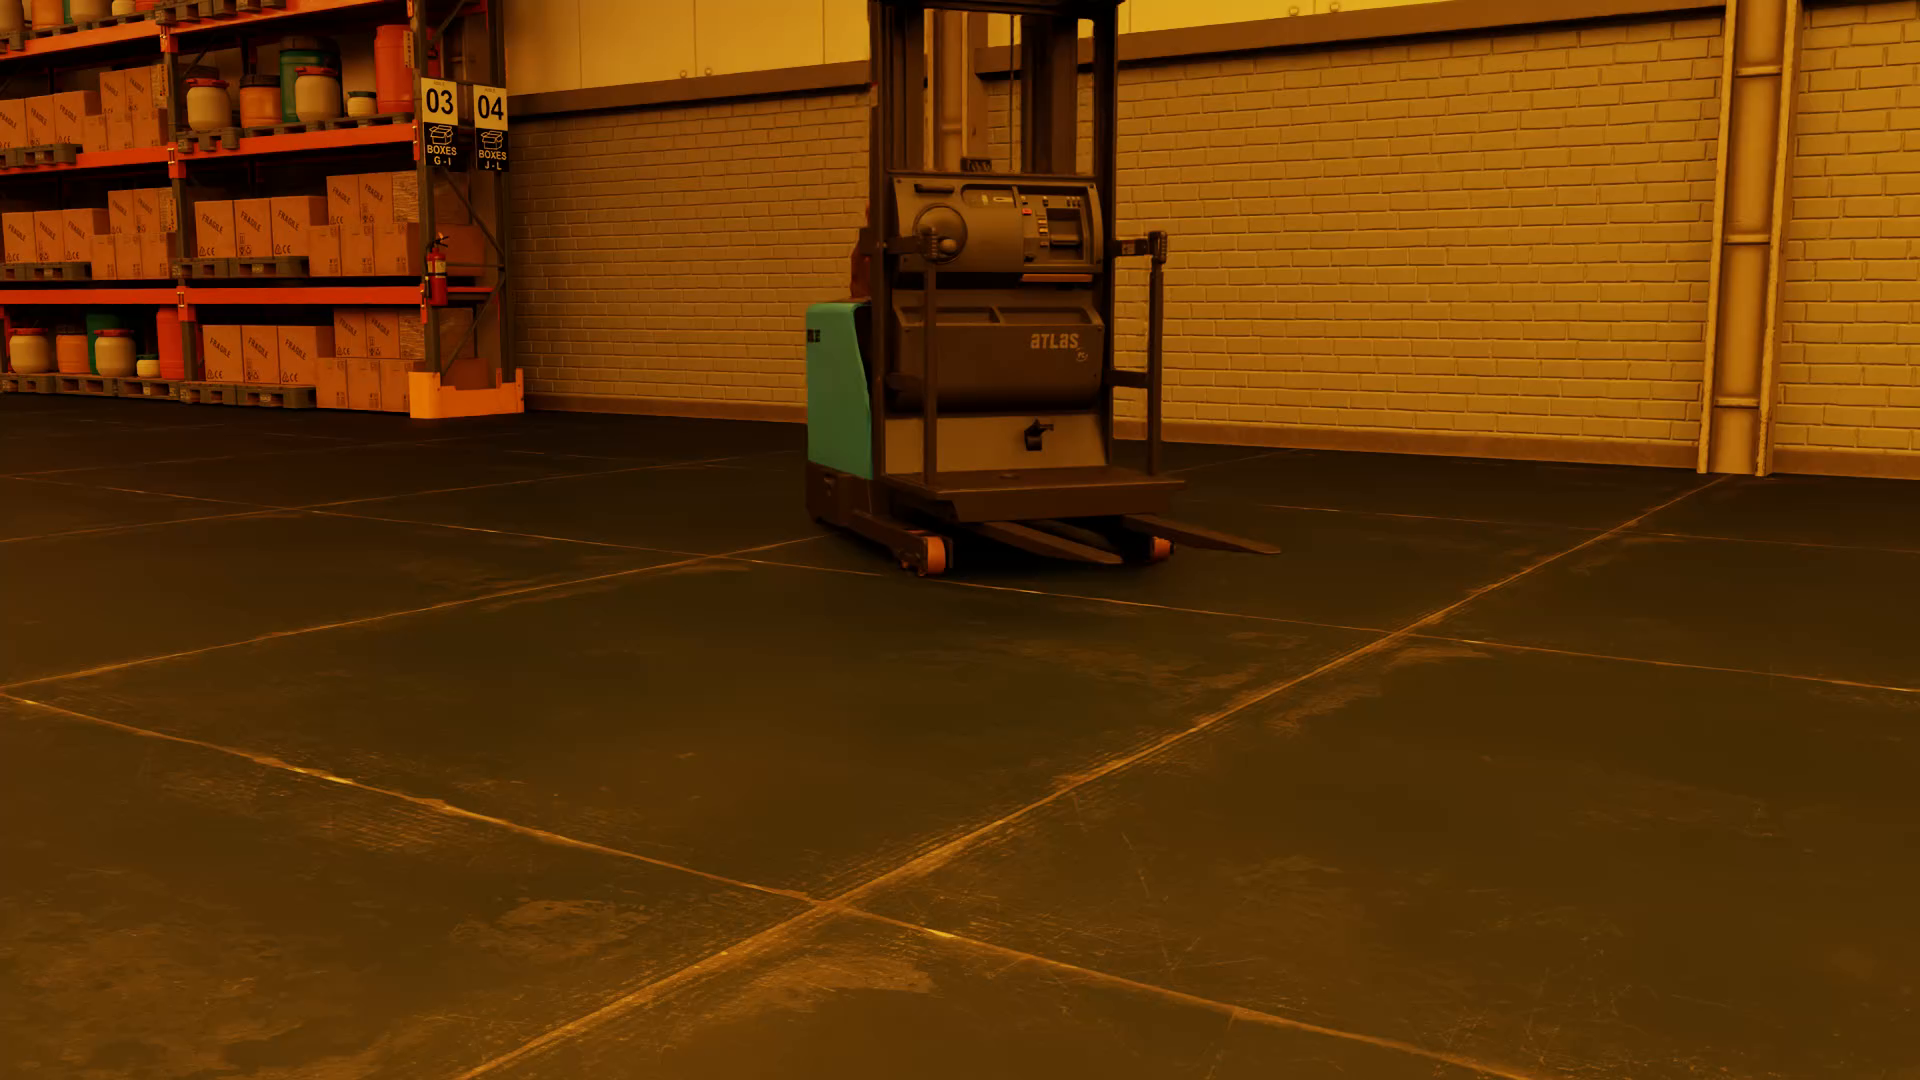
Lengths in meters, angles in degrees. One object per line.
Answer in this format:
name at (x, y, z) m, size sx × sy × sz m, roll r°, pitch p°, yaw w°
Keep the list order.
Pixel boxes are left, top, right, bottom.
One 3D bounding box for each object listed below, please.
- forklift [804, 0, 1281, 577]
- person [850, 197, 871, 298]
forklift at (0.246, -1.370, 6.827) m, size 1.130 × 2.935 × 3.031 m, roll -3°, pitch 9°, yaw -21°
person at (-0.460, -1.351, 10.792) m, size 0.456 × 1.778 × 0.705 m, roll -3°, pitch 8°, yaw -18°
